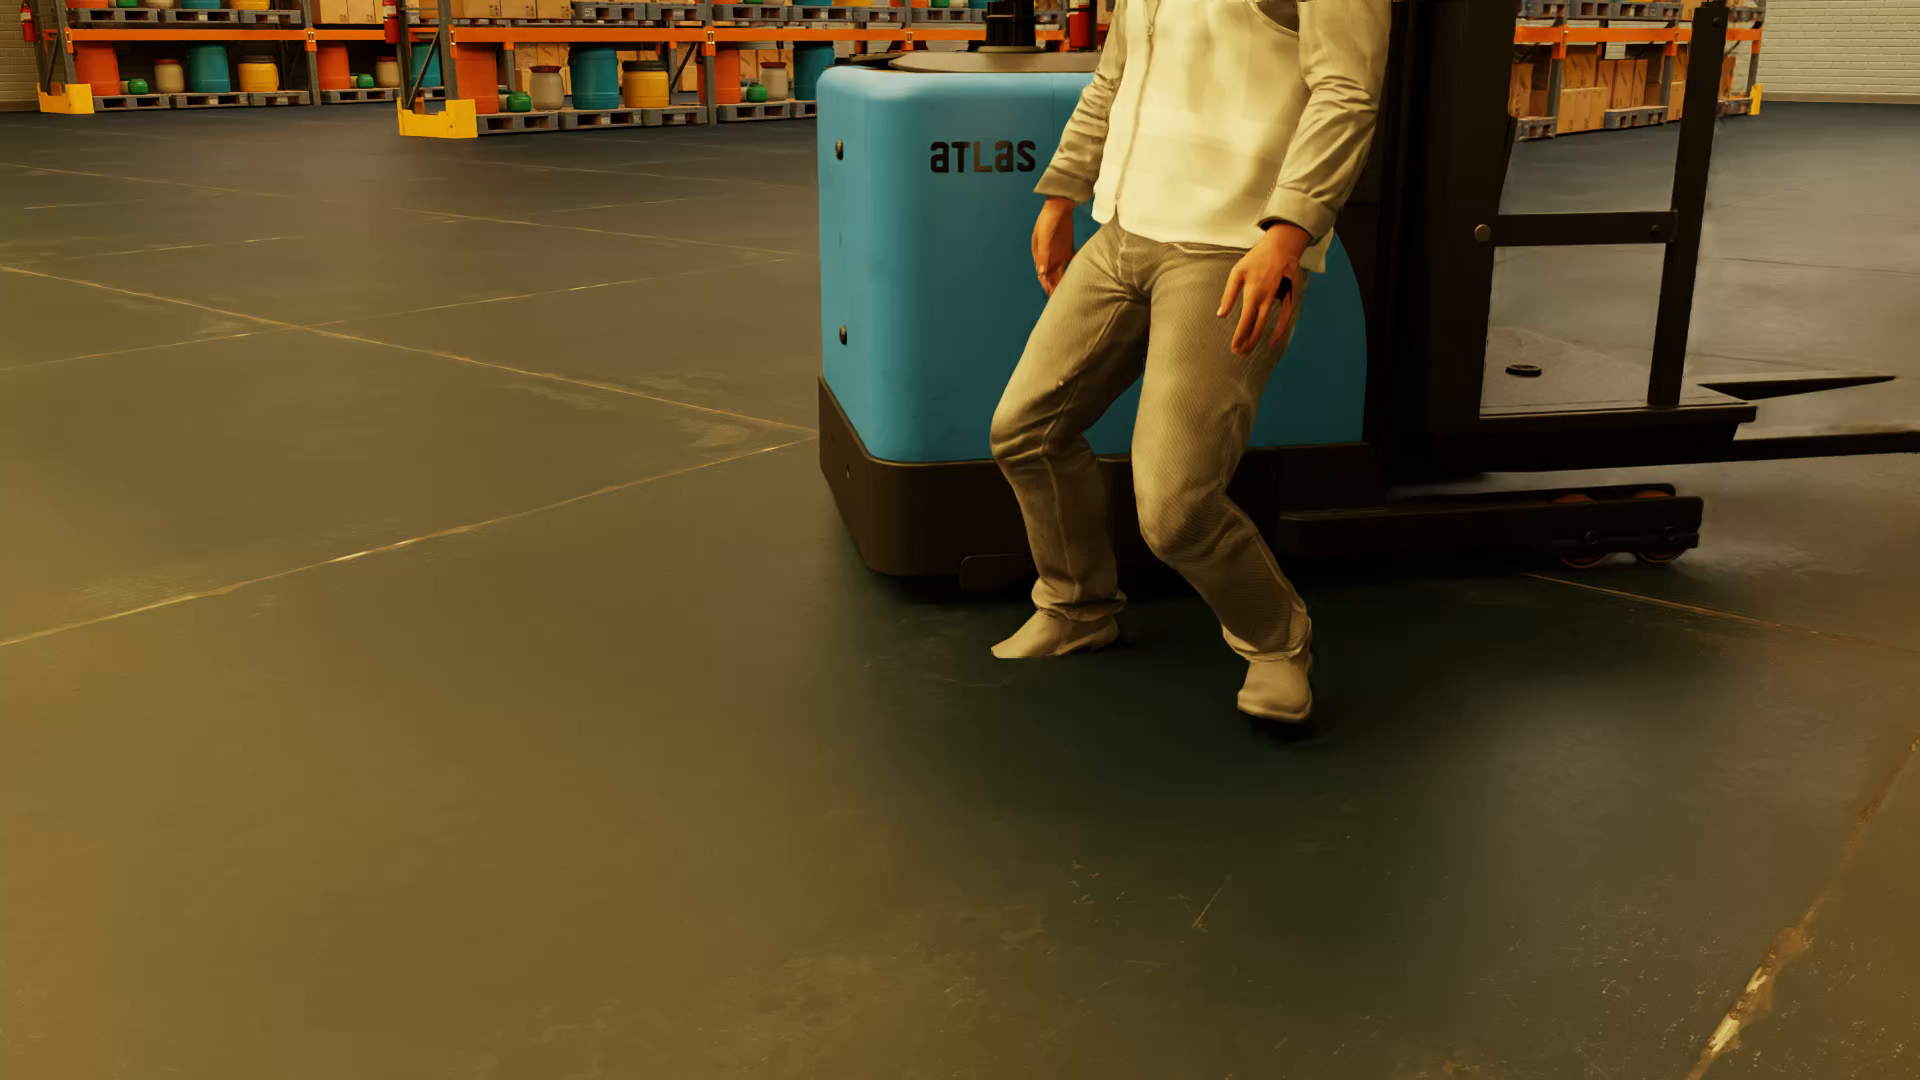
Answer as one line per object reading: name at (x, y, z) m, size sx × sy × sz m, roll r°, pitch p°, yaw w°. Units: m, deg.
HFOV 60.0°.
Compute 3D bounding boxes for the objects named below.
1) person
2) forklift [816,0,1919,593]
person at (0.370, -0.502, 2.786) m, size 0.478 × 1.741 × 0.783 m, roll -7°, pitch 18°, yaw -23°
forklift at (1.207, -1.485, 3.789) m, size 3.031 × 2.935 × 1.130 m, roll -3°, pitch 17°, yaw -11°
